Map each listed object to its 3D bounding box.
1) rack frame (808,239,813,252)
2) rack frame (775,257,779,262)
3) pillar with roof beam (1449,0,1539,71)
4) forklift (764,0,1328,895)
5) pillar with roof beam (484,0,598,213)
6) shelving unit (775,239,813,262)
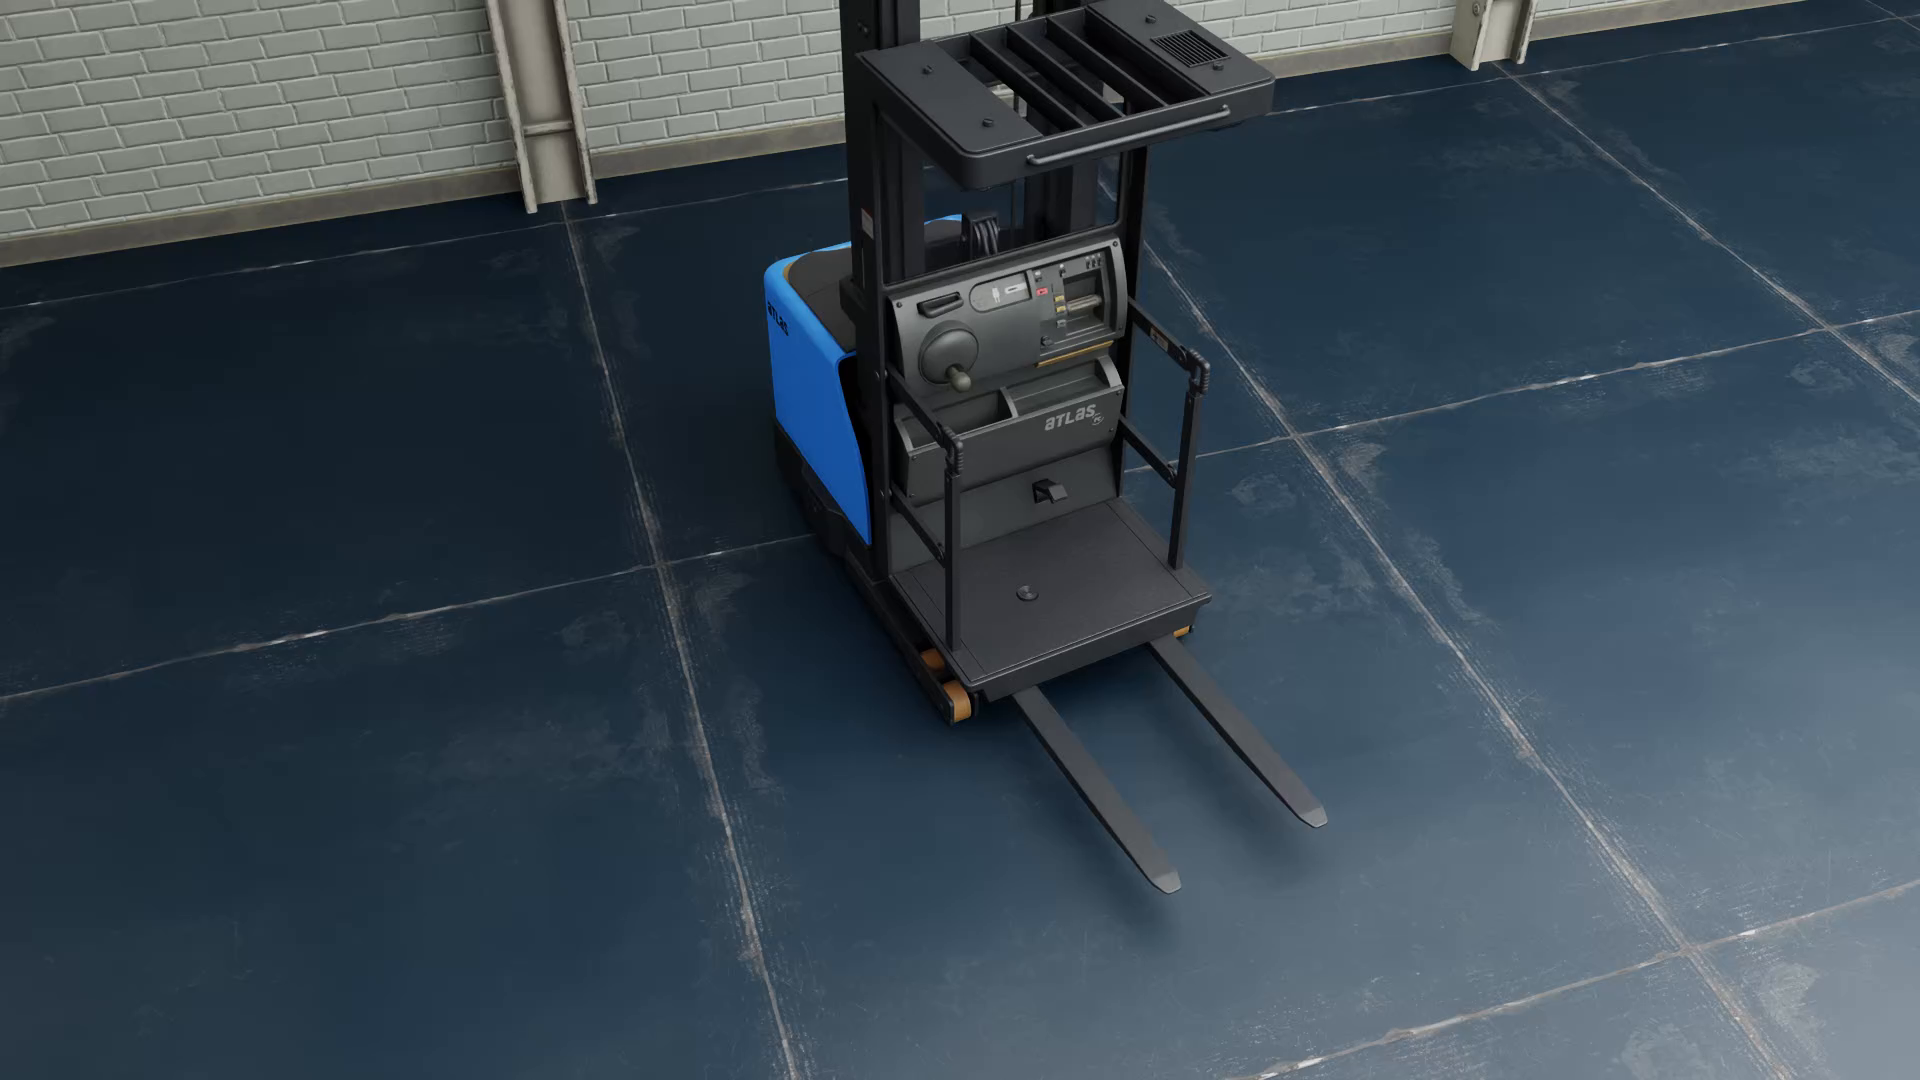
[{"bbox_3d":[-0.586,-0.951,7.655,0.240,0.900,0.006,31,50,30],"label":"rack frame"},{"bbox_3d":[-0.723,-0.852,7.541,0.240,0.900,0.006,31,50,30],"label":"rack frame"},{"bbox_3d":[4.725,-3.845,4.811,0.400,9.000,9.100,-12,42,-13],"label":"pillar with roof beam"},{"bbox_3d":[0.290,-0.737,5.866,1.130,2.935,3.031,-19,45,-20],"label":"forklift"},{"bbox_3d":[-0.998,-2.659,3.454,0.400,9.000,9.100,-12,42,-13],"label":"pillar with roof beam"},{"bbox_3d":[-0.654,-0.902,7.598,0.258,0.900,0.210,31,50,30],"label":"shelving unit"}]
